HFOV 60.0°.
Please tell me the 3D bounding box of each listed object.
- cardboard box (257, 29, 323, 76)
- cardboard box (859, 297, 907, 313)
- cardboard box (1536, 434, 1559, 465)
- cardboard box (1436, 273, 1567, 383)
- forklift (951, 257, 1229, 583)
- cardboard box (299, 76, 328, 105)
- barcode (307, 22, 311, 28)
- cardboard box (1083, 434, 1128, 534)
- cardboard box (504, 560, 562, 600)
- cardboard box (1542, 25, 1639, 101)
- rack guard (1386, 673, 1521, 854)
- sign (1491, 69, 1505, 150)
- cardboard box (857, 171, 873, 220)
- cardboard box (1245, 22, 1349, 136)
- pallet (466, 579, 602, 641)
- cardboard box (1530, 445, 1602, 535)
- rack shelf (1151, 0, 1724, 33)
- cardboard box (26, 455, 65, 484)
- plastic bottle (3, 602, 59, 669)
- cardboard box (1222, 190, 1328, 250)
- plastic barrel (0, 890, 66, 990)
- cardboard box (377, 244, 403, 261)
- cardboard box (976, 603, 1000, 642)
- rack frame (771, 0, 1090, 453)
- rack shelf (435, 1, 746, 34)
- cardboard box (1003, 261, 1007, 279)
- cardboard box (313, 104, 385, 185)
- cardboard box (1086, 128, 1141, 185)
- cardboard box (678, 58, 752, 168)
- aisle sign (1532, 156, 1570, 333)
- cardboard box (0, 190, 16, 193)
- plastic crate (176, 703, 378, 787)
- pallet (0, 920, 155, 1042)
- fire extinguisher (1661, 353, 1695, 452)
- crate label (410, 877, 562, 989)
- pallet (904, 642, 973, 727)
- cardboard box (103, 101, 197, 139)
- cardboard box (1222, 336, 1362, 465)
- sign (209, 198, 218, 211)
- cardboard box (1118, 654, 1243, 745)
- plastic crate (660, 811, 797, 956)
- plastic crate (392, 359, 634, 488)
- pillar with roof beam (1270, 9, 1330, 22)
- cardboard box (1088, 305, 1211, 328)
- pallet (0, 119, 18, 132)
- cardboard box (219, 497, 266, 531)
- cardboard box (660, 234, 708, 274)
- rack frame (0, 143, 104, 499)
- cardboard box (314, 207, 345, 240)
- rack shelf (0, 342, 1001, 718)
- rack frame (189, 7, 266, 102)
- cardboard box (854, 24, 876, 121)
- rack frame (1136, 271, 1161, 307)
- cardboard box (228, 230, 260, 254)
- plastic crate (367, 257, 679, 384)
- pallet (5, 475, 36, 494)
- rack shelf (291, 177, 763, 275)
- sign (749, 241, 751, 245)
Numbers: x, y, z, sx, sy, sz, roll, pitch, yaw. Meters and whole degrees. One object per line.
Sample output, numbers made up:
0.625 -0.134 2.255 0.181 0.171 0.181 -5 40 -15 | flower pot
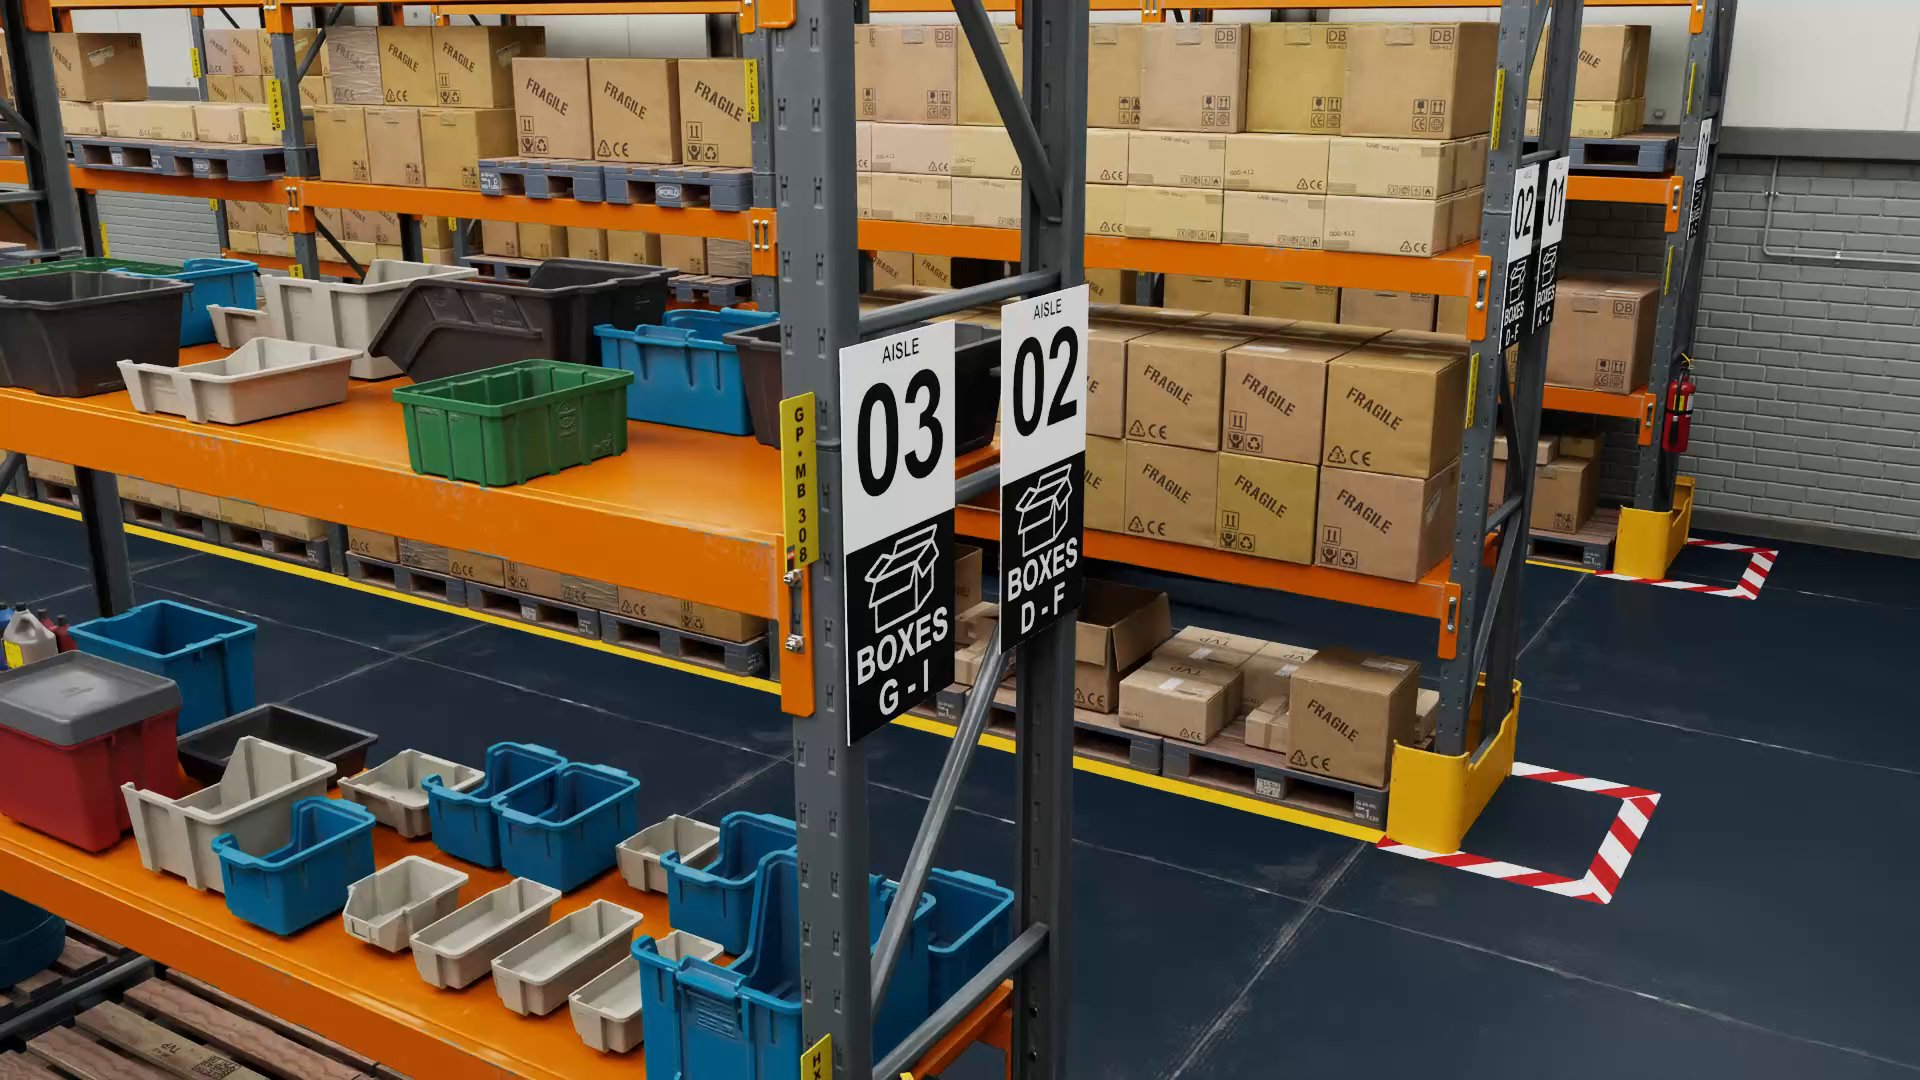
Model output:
-7.428 -5.436 18.528 0.500 0.500 0.500 11 20 32 | cardboard box
-0.582 -1.080 9.383 0.500 0.500 0.500 11 20 31 | cardboard box
4.307 -0.685 12.438 0.250 0.149 0.380 10 19 29 | cardboard box
4.095 -1.640 12.605 0.700 0.700 0.980 10 20 30 | cardboard box
0.745 -1.234 11.901 3.031 2.935 1.130 11 20 33 | forklift
-6.968 -4.883 18.427 0.500 0.500 0.500 12 20 33 | cardboard box
-7.606 -6.012 19.427 0.075 0.075 0.001 10 20 30 | barcode
0.752 -0.367 8.757 0.500 0.500 0.500 10 19 29 | cardboard box
-2.686 0.056 11.079 0.500 0.500 0.500 9 19 28 | cardboard box
4.395 -3.329 11.591 0.500 0.500 0.500 10 20 30 | cardboard box
2.507 1.098 8.406 0.348 0.500 1.175 10 20 30 | rack guard
2.264 -1.811 6.998 0.005 0.325 0.100 10 20 30 | sign
-0.552 -1.923 9.149 0.500 0.250 0.500 10 20 30 | cardboard box
1.744 -2.219 7.972 0.500 0.500 0.700 10 20 30 | cardboard box
-2.593 0.340 11.400 1.213 0.211 1.003 10 20 30 | pallet
4.512 -0.401 12.617 0.500 0.500 0.700 10 20 30 | cardboard box
3.457 -3.953 12.338 4.000 0.370 1.077 10 20 30 | rack shelf
-7.440 -0.674 13.949 0.500 0.250 0.500 10 19 29 | cardboard box
-3.597 0.415 6.439 0.185 0.351 0.144 10 20 30 | plastic bottle
1.576 -1.542 7.892 0.500 0.250 0.500 10 20 30 | cardboard box
-3.887 1.247 6.501 0.708 0.901 0.600 10 20 30 | plastic barrel
-6.047 -3.152 18.320 0.500 0.250 0.500 10 20 30 | cardboard box
0.436 0.512 9.905 0.500 0.311 0.500 10 20 30 | cardboard box
-0.024 -1.731 3.096 0.127 3.000 1.000 10 20 30 | rack frame
-3.360 -5.170 16.344 4.000 0.370 1.077 10 20 30 | rack shelf
0.364 -2.284 14.520 0.500 0.500 0.500 10 20 30 | cardboard box
-3.856 -2.728 11.370 0.500 0.500 0.910 10 20 30 | cardboard box
0.721 -1.932 8.316 0.500 0.250 0.500 10 20 30 | cardboard box
-1.227 -2.522 9.794 0.600 0.600 0.600 8 19 25 | cardboard box
2.784 -1.393 7.832 0.004 0.787 0.394 10 20 30 | aisle sign
-8.466 -2.723 14.280 0.500 0.500 0.700 10 20 30 | cardboard box
-2.338 0.738 5.661 0.590 0.125 0.437 10 20 30 | plastic crate
-4.068 1.738 6.797 1.213 0.211 1.003 10 20 30 | pallet
5.048 -0.961 11.659 0.183 0.674 0.296 10 20 30 | fire extinguisher
-1.303 1.074 4.535 0.243 0.136 0.396 10 20 30 | crate label
-0.252 0.744 10.069 1.213 0.211 1.003 10 20 30 | pallet
-6.056 -3.170 12.531 0.500 0.250 0.500 8 19 25 | cardboard box
1.618 -0.689 8.096 0.500 0.500 0.500 11 20 32 | cardboard box
-8.757 -4.027 19.489 0.005 0.325 0.100 10 20 30 | sign
1.186 0.845 8.912 0.500 0.250 0.500 10 20 30 | cardboard box
-0.623 0.972 4.706 0.300 0.233 0.416 10 20 30 | plastic crate
-1.014 -0.273 3.824 0.336 0.188 0.450 10 20 30 | plastic crate
0.549 -3.834 10.022 0.400 9.000 9.100 10 20 30 | pillar with roof beam
1.025 -0.978 9.046 0.500 0.500 0.500 10 20 30 | cardboard box
-8.394 -3.428 13.997 1.213 0.211 1.003 10 20 30 | pallet
-5.262 -0.286 12.669 0.500 0.250 0.500 10 19 29 | cardboard box
-2.552 -2.936 16.458 0.500 0.500 0.700 8 19 25 | cardboard box
-7.654 -1.912 14.014 0.127 3.000 1.000 10 20 30 | rack frame
-6.924 -3.664 18.715 0.500 0.500 0.500 11 20 32 | cardboard box
-1.728 -0.256 4.638 4.000 0.370 1.077 10 20 30 | rack shelf
-8.473 -6.618 19.186 0.127 3.000 1.000 10 20 30 | rack frame
-0.402 -2.592 9.200 0.500 0.500 0.700 10 20 30 | cardboard box
1.753 -1.922 14.049 0.127 3.000 1.000 10 20 30 | rack frame
-8.223 -3.533 19.573 0.500 0.250 0.500 9 19 28 | cardboard box
-1.182 -0.566 4.530 0.767 0.338 0.504 10 20 30 | plastic crate
-8.309 -0.709 14.852 1.213 0.211 1.003 10 20 30 | pallet
-2.541 -2.090 10.678 4.000 0.370 1.077 10 20 30 | rack shelf
-1.932 -2.911 15.448 0.005 0.325 0.100 10 20 30 | sign
